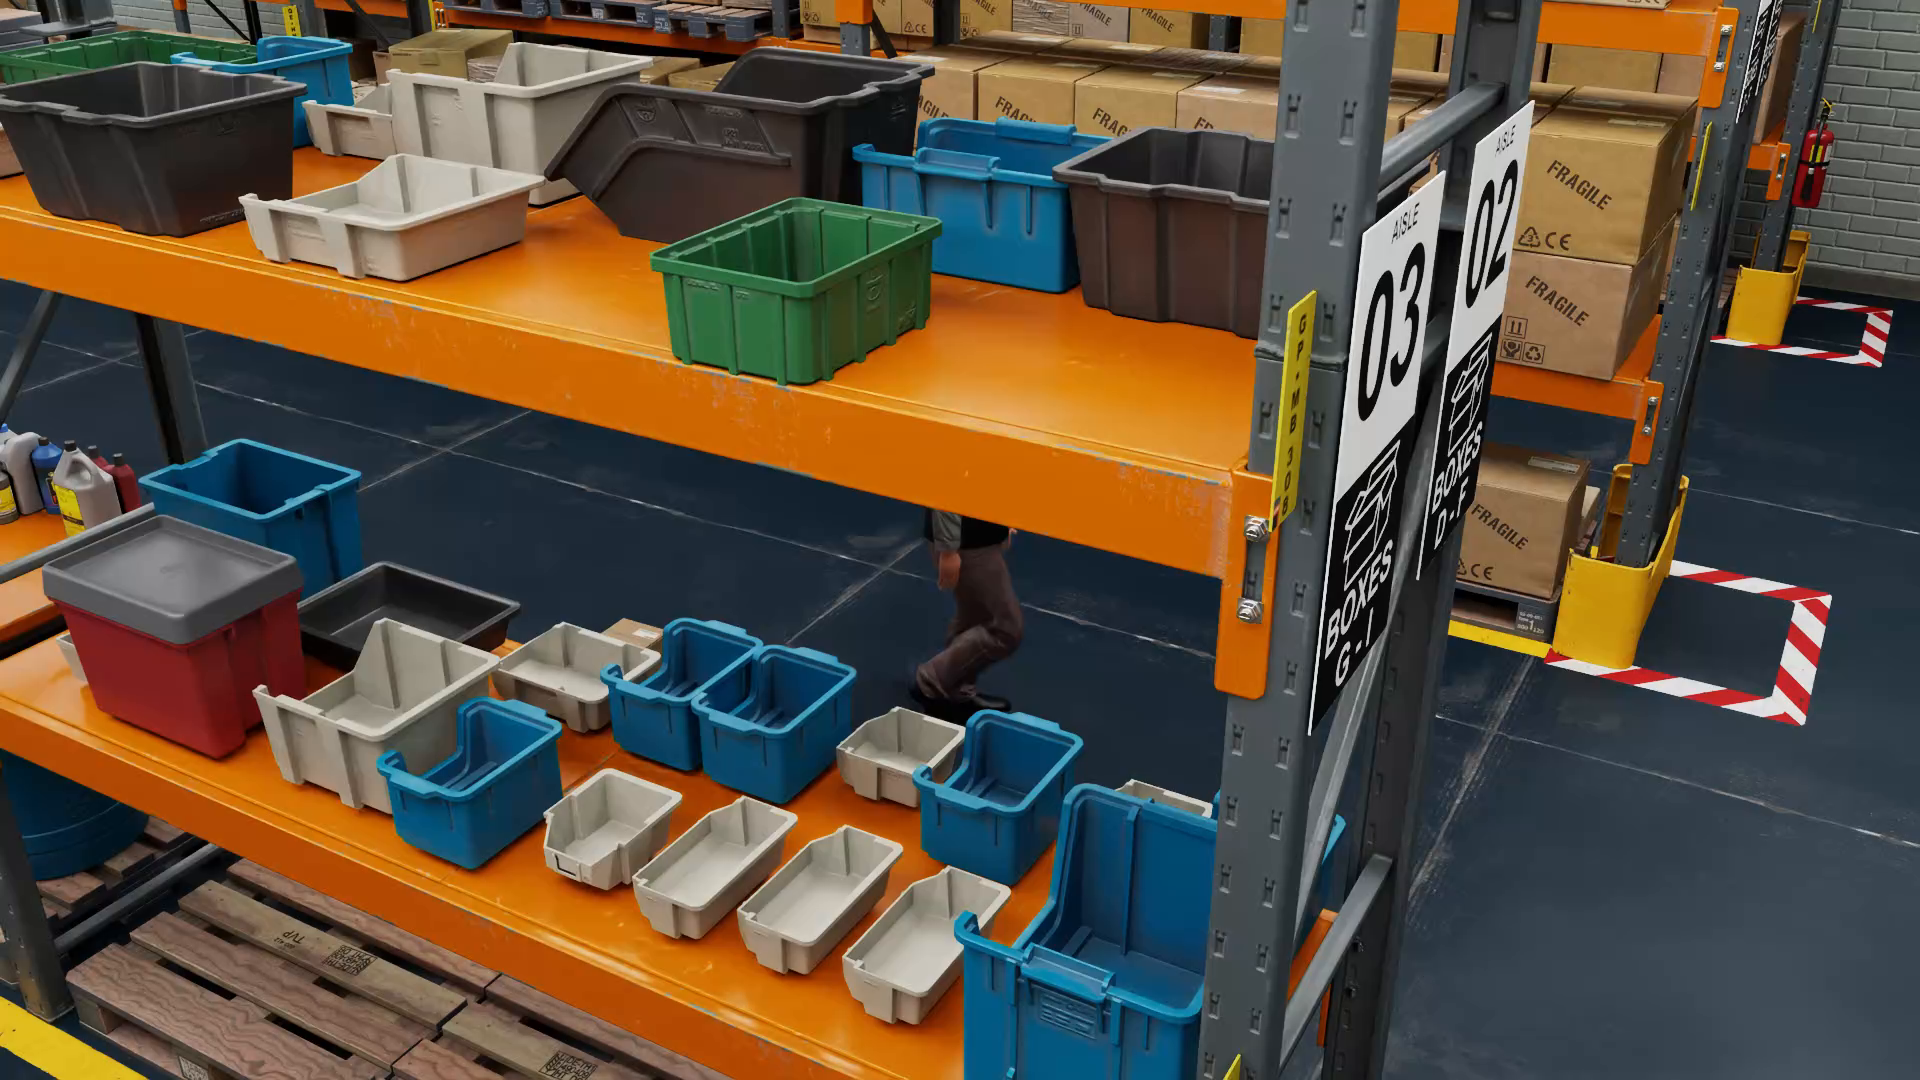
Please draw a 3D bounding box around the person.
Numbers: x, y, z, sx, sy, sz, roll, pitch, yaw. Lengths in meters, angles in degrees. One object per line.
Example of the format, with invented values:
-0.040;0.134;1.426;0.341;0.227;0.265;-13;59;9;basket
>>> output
0.035;-0.015;6.619;0.473;1.719;0.546;3;27;6;person
